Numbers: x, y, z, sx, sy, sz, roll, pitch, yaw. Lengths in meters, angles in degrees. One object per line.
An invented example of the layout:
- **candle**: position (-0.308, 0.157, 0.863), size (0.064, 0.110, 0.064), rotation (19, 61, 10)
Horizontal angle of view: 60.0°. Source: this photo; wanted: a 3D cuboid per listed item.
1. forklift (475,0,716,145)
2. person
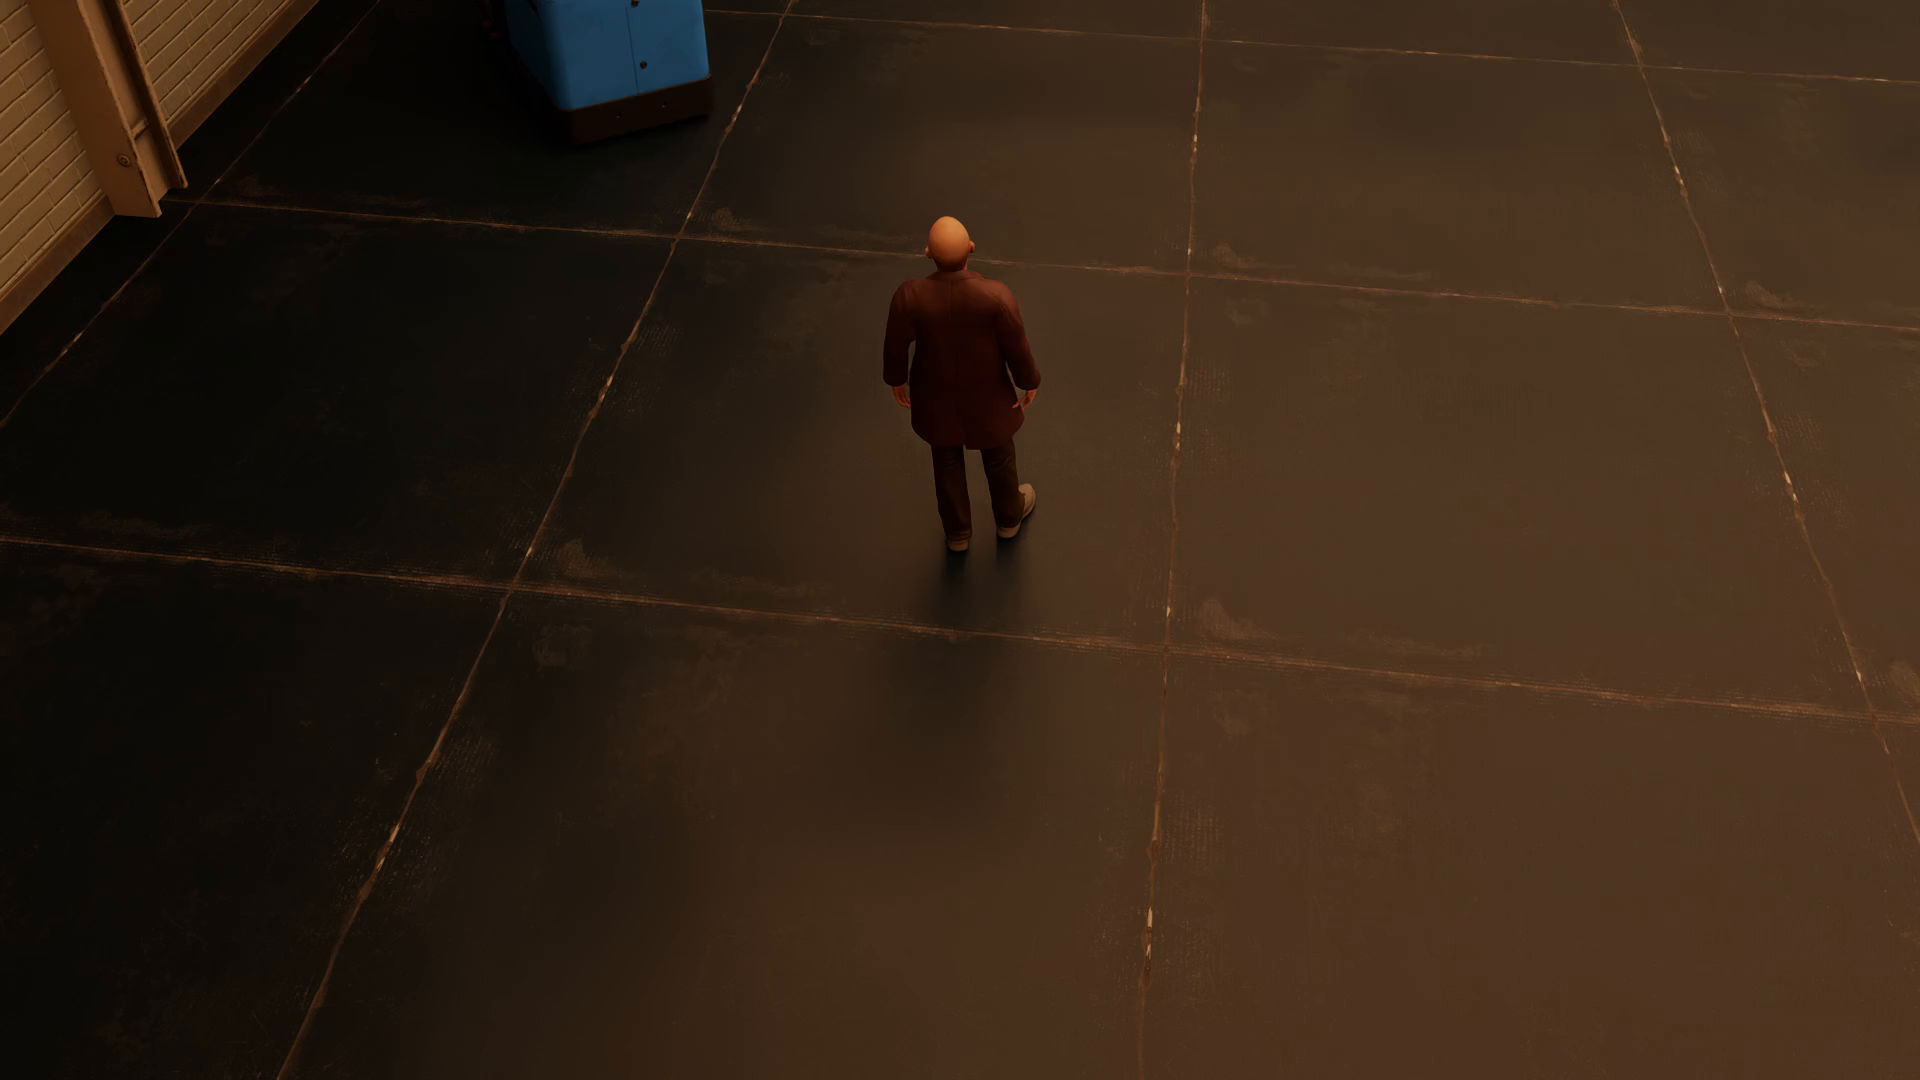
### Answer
- **forklift**: position (-2.730, -4.563, 10.692), size (1.130, 2.935, 3.031), rotation (-20, 46, -20)
- **person**: position (0.016, -0.721, 7.351), size (0.698, 1.777, 0.579), rotation (5, 43, 6)
